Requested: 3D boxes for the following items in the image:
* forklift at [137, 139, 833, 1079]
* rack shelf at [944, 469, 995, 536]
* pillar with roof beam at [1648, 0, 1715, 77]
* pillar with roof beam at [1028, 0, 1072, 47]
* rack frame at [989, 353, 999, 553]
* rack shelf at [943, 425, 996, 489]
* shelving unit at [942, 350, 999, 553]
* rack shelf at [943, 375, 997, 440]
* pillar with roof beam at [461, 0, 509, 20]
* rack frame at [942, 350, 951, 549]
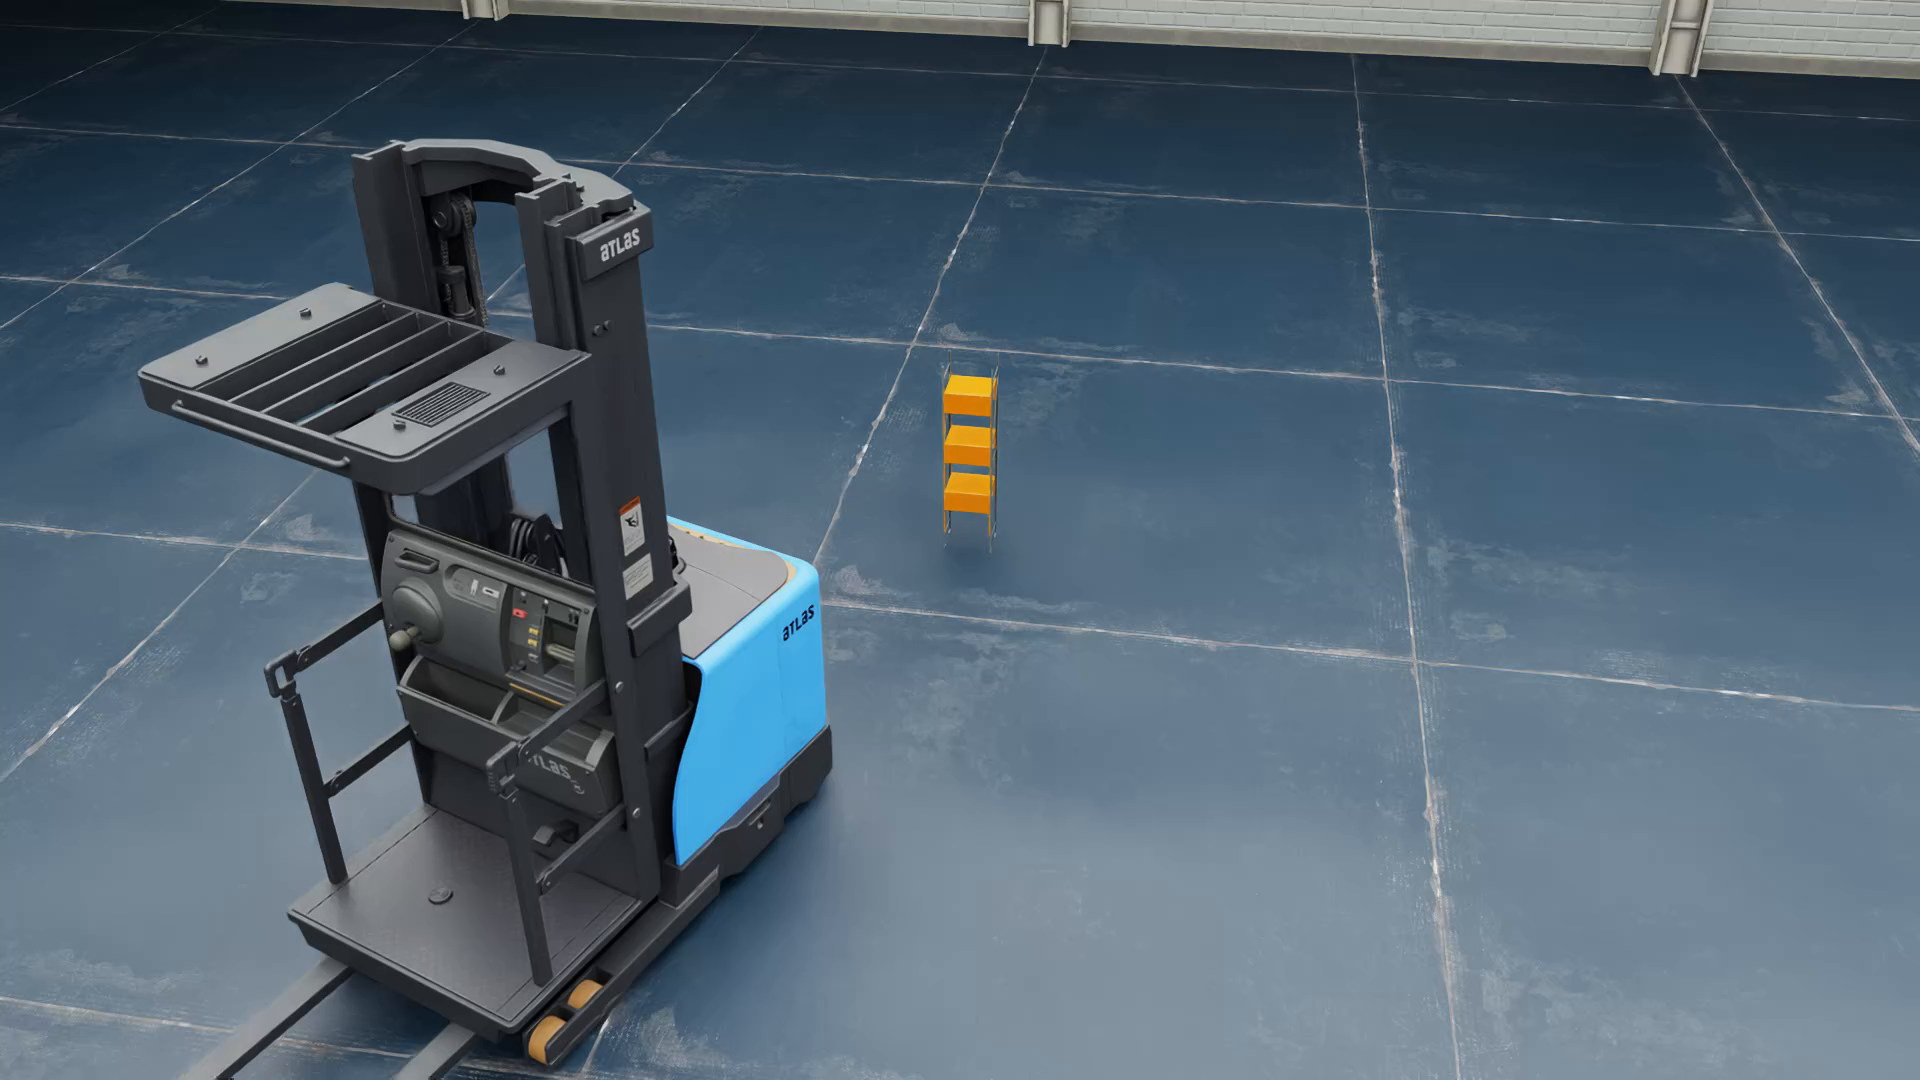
[{"bbox_3d":[-1.715,0.314,5.487,1.130,2.935,3.031,17,36,25],"label":"forklift"},{"bbox_3d":[0.053,-0.196,8.617,0.240,0.259,0.215,5,32,8],"label":"rack shelf"},{"bbox_3d":[6.091,-6.050,9.934,0.400,9.000,9.100,5,32,8],"label":"pillar with roof beam"},{"bbox_3d":[0.177,-6.585,10.789,0.400,9.000,9.100,5,32,8],"label":"pillar with roof beam"},{"bbox_3d":[0.173,-0.429,8.446,0.008,1.050,0.200,5,32,8],"label":"rack frame"},{"bbox_3d":[0.053,-0.431,8.469,0.240,0.259,0.215,5,32,8],"label":"rack shelf"},{"bbox_3d":[0.053,-0.440,8.464,0.252,1.050,0.215,5,32,8],"label":"shelving unit"},{"bbox_3d":[0.053,-0.672,8.319,0.240,0.259,0.215,5,32,8],"label":"rack shelf"},{"bbox_3d":[-5.737,-7.121,11.645,0.400,9.000,9.100,5,32,8],"label":"pillar with roof beam"},{"bbox_3d":[-0.068,-0.451,8.481,0.008,1.050,0.200,5,32,8],"label":"rack frame"}]
